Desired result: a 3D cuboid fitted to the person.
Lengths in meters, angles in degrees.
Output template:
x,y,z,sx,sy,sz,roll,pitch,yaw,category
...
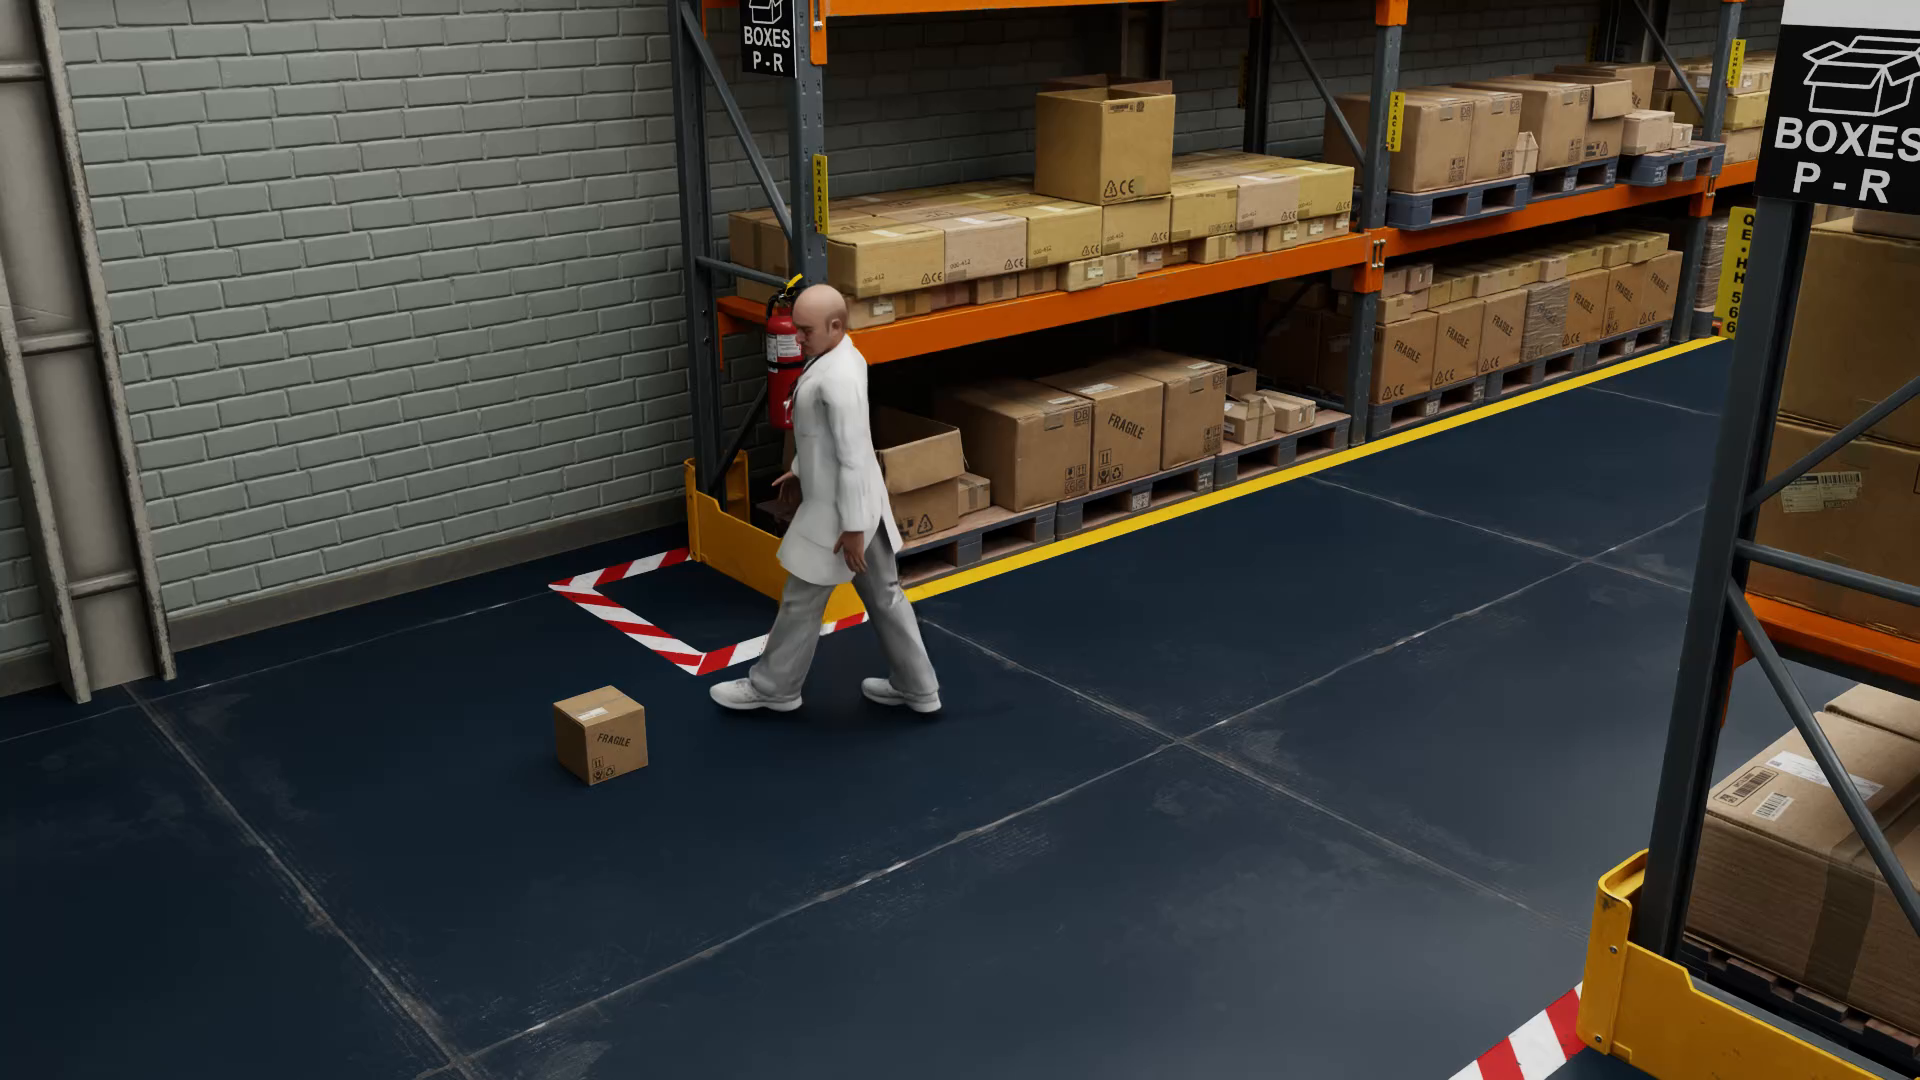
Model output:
x,y,z,sx,sy,sz,roll,pitch,yaw,category
-0.538,-0.144,6.437,0.938,1.738,0.700,2,21,6,person
